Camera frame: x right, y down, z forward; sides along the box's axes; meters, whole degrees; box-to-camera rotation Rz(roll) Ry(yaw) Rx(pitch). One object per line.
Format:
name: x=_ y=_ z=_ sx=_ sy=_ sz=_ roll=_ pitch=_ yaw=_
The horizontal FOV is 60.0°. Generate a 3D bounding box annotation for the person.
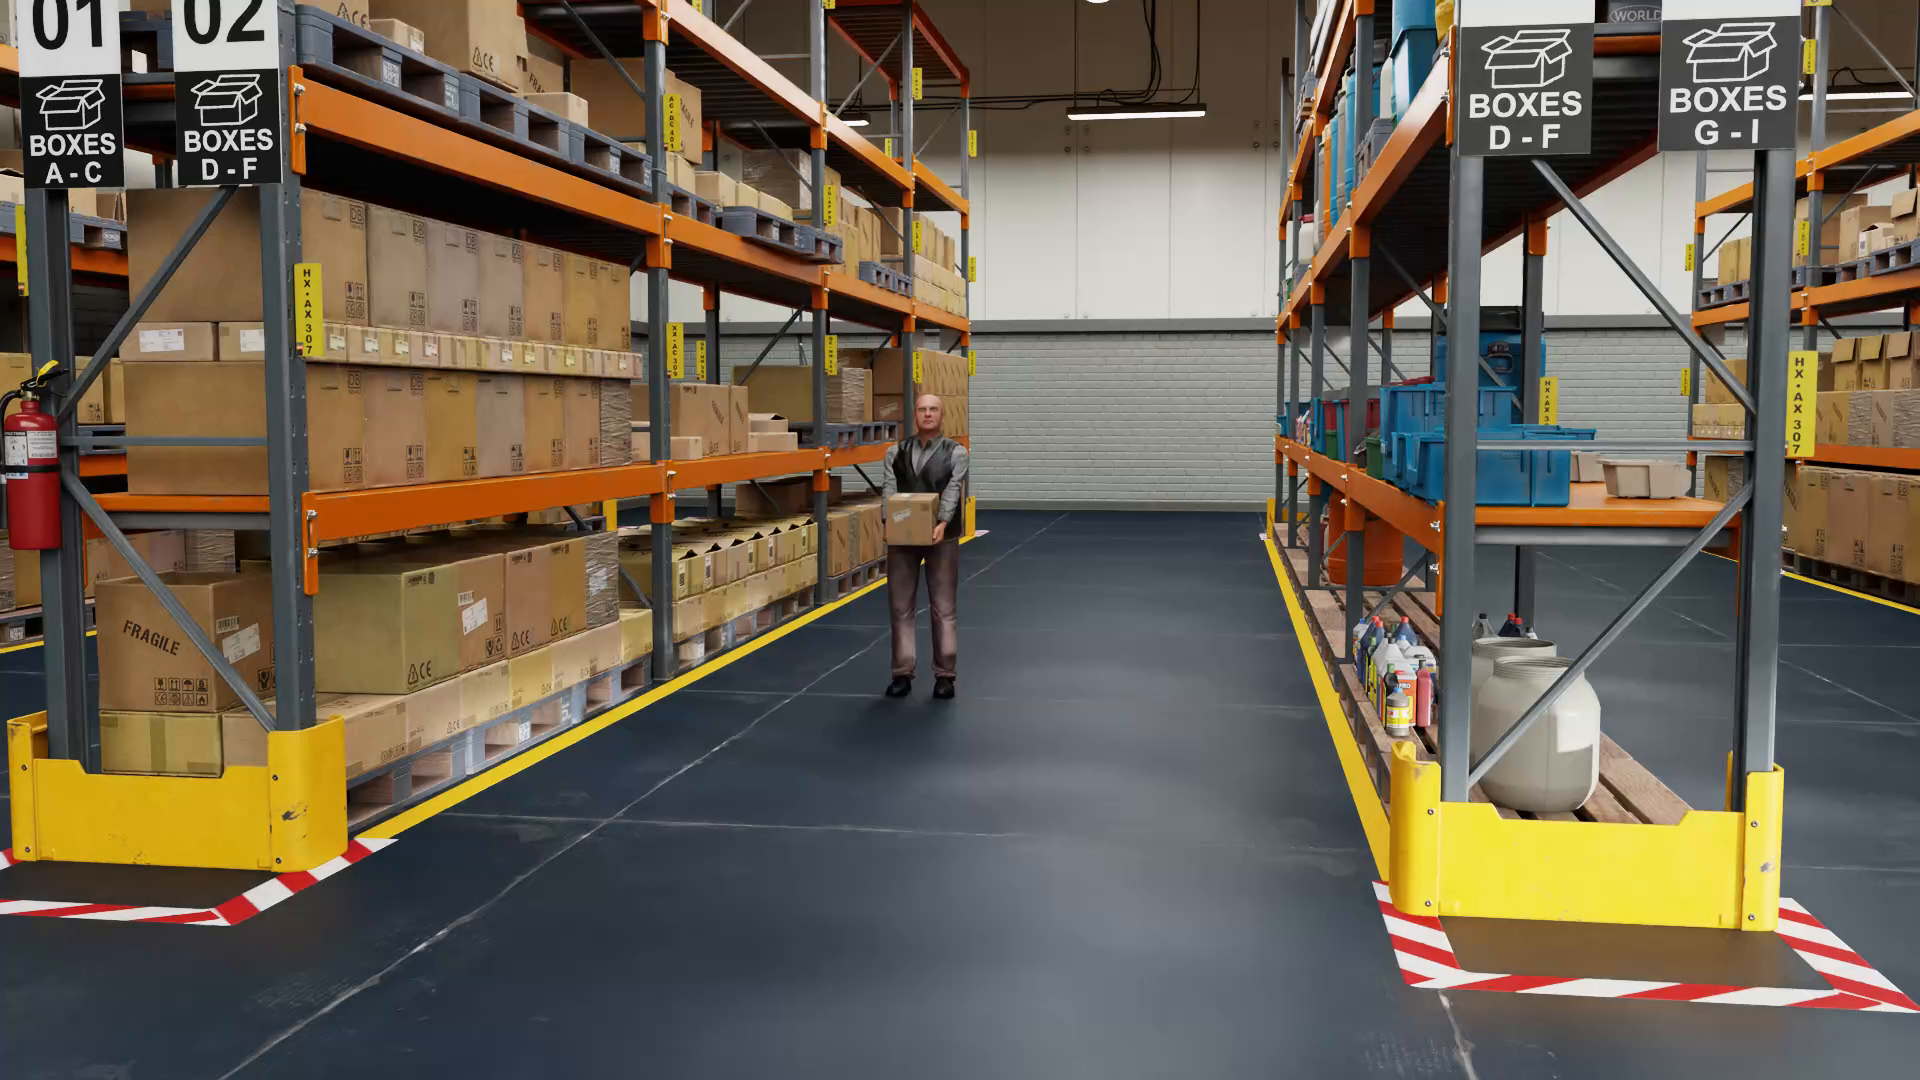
person: x=-0.211 y=0.068 z=9.432 sx=0.498 sy=1.641 sz=0.550 roll=1 pitch=4 yaw=8
